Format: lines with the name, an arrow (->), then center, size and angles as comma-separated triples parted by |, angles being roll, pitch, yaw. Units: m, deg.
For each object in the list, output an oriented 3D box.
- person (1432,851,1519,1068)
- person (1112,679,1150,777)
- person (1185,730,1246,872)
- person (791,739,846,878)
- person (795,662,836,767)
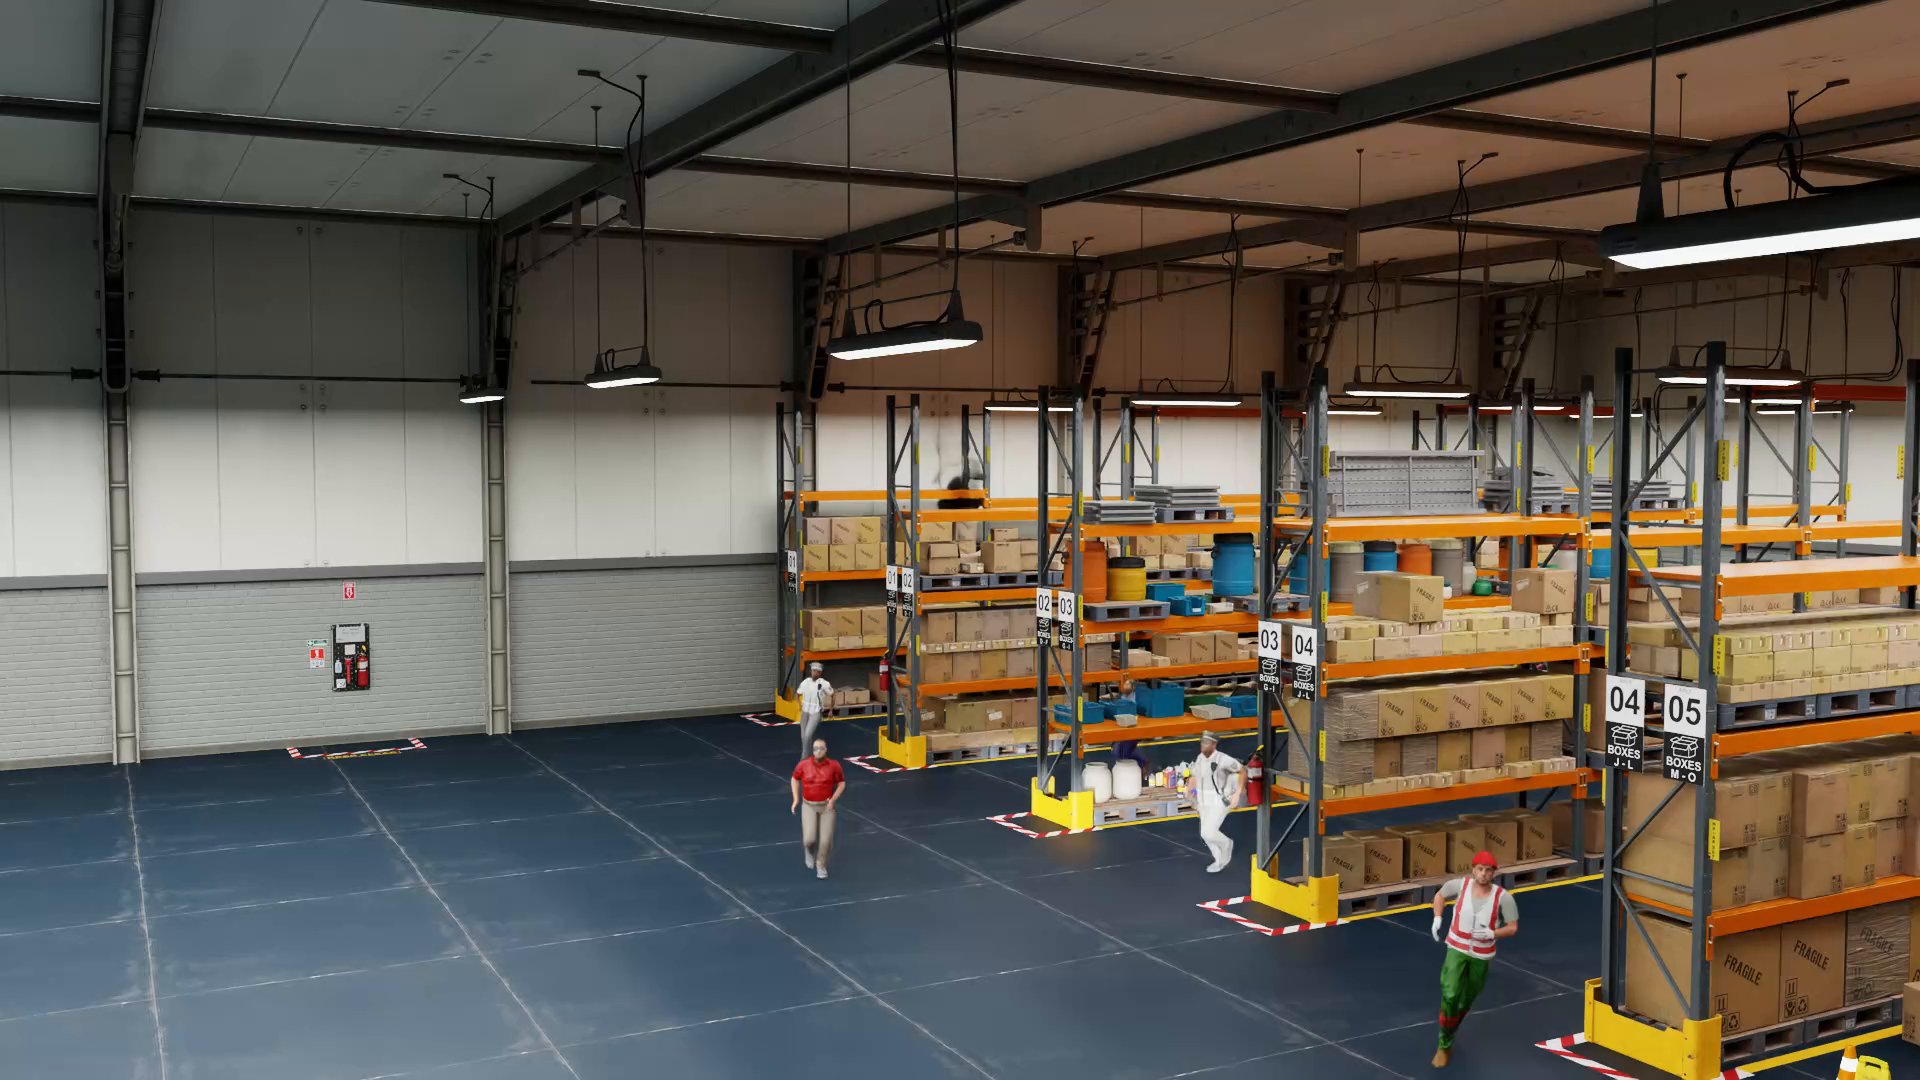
person -> 4.339, 3.505, 14.037 | 0.693, 1.833, 0.705 | 1, 3, 15
person -> 2.600, 2.922, 25.531 | 0.559, 1.594, 0.605 | -2, 4, -37
person -> 3.040, 3.160, 20.056 | 0.718, 1.743, 0.688 | -2, 4, -37
person -> -1.690, 3.204, 19.829 | 0.653, 1.675, 0.631 | 0, 3, -4
person -> -2.377, 2.812, 26.762 | 0.624, 1.698, 0.772 | 1, 3, 19
